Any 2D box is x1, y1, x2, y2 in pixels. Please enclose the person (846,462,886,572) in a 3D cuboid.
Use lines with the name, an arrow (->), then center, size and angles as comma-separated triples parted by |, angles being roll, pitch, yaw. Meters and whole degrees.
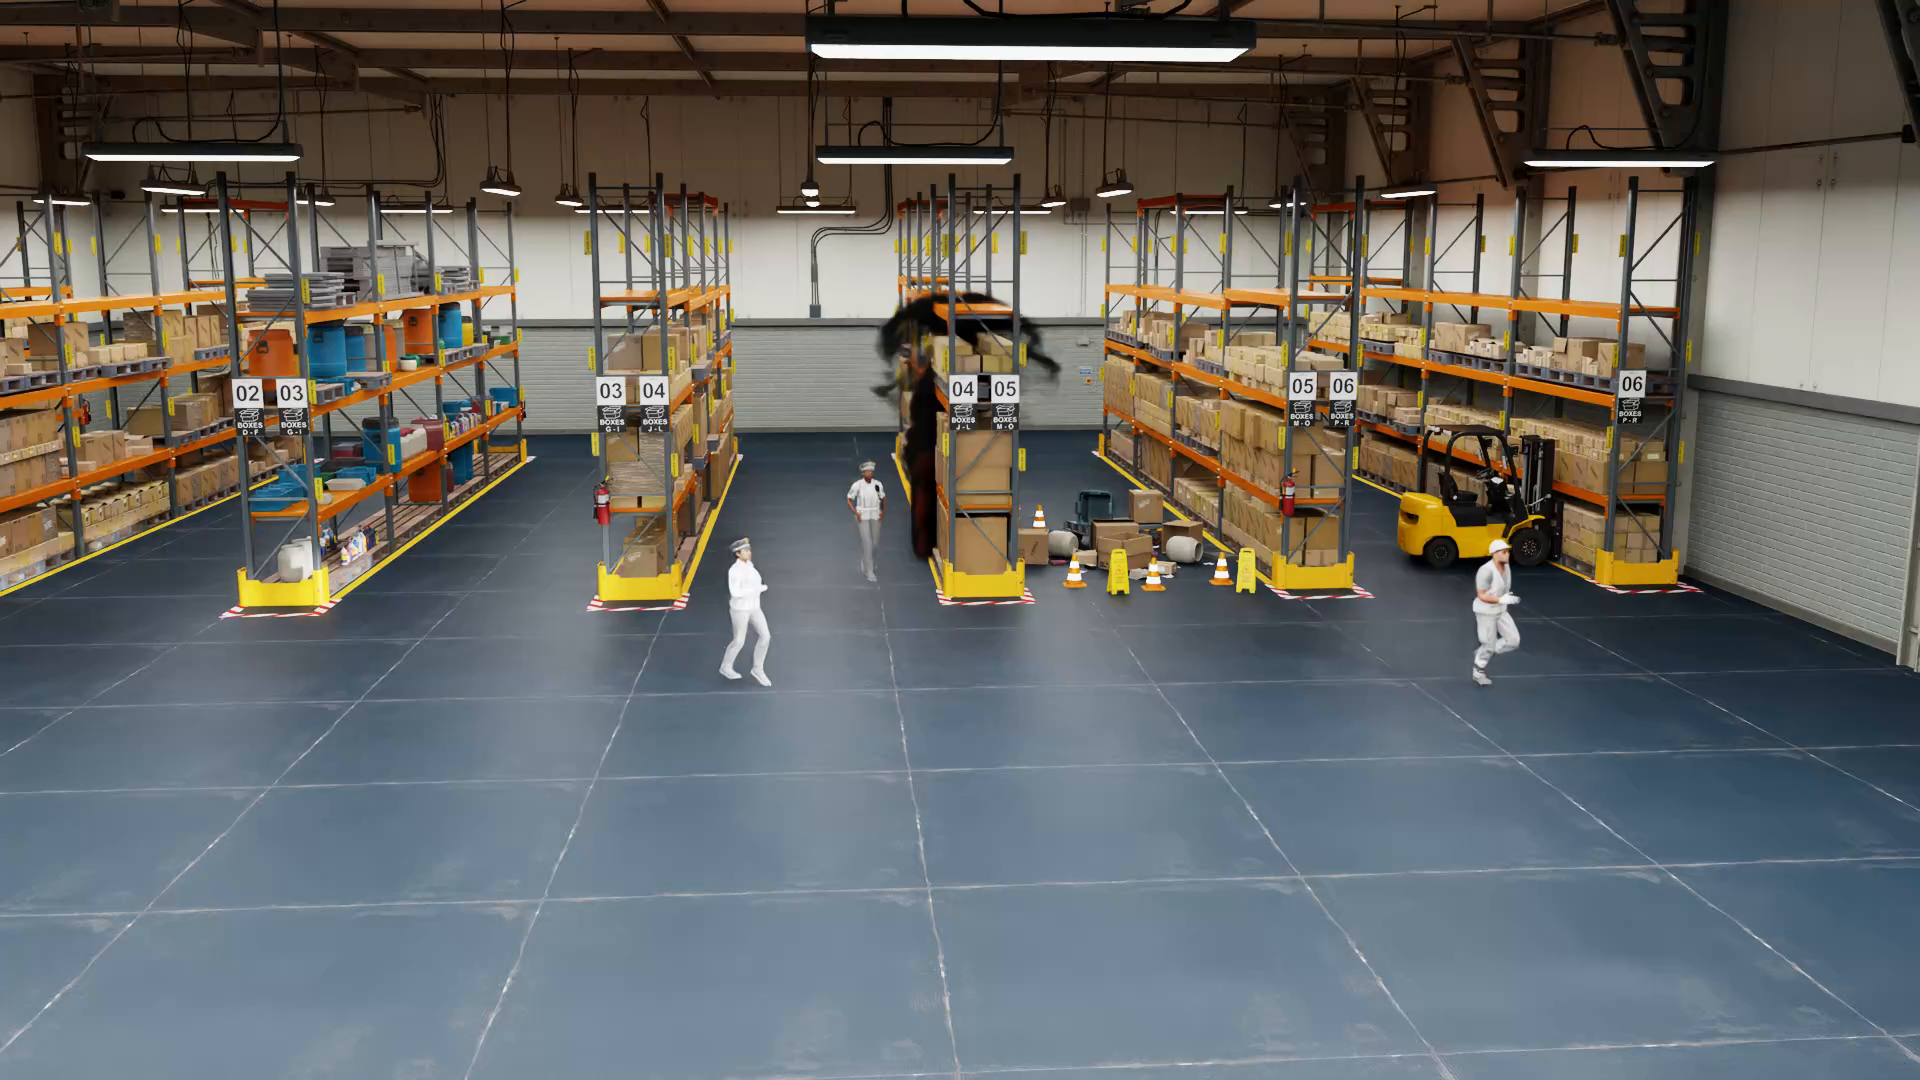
person -> -1.342, -0.350, 24.005 | 0.592, 1.604, 0.540 | -4, 11, -24

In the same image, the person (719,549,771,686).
person -> -2.499, 0.844, 19.162 | 0.624, 1.698, 0.591 | 6, 11, 29

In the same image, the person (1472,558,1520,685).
person -> 6.125, 0.951, 18.948 | 0.698, 1.502, 0.657 | -7, 12, -36
